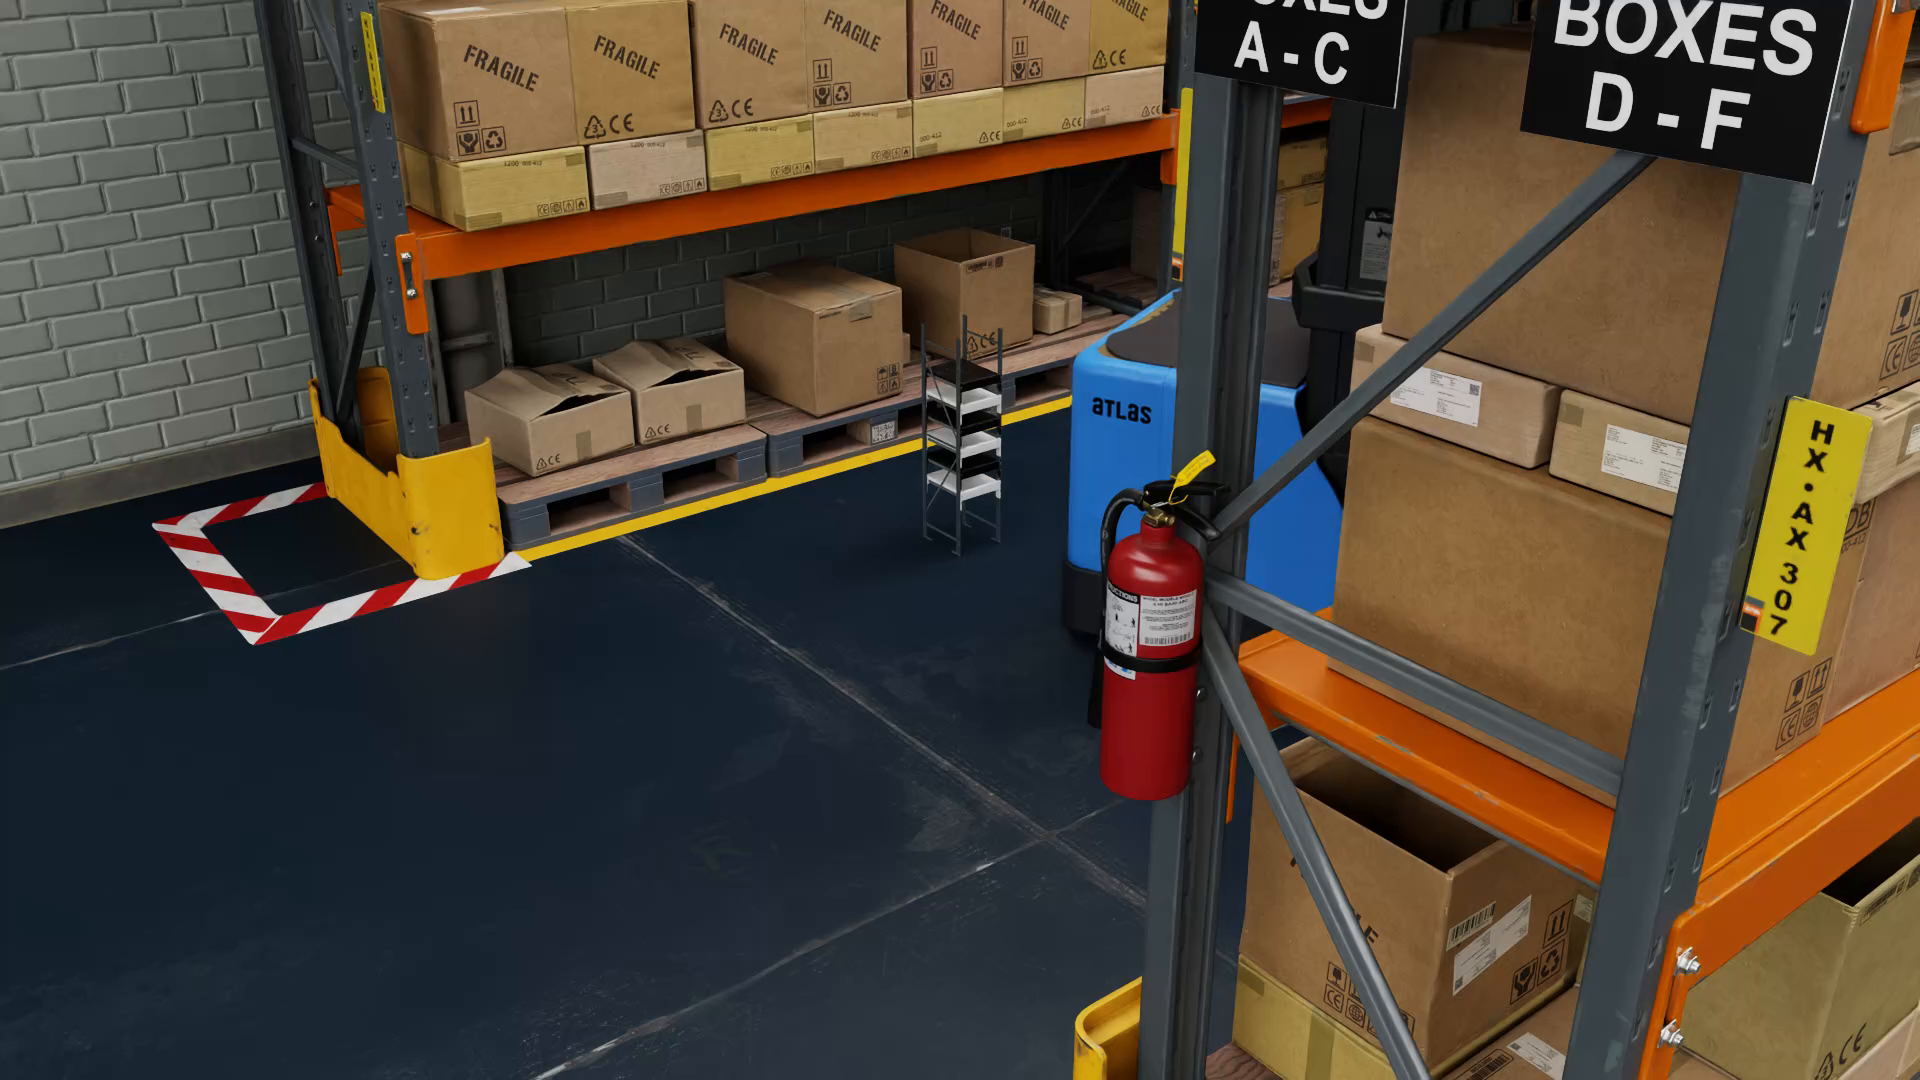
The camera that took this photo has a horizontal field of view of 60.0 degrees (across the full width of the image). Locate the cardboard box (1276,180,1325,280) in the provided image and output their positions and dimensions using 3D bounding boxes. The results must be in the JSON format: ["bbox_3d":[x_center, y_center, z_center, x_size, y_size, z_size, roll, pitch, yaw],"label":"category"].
[{"bbox_3d":[1.758,-1.864,9.651,0.500,0.500,0.700,-19,31,-35],"label":"cardboard box"}]

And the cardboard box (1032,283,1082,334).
[{"bbox_3d":[0.411,-1.217,8.651,0.380,0.166,0.250,22,33,39],"label":"cardboard box"}]

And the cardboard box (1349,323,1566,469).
[{"bbox_3d":[0.908,-0.274,2.888,0.250,0.149,0.380,-19,31,-35],"label":"cardboard box"}]

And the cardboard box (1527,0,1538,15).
[{"bbox_3d":[3.174,-3.456,9.991,0.500,0.500,0.700,-22,33,-39],"label":"cardboard box"}]

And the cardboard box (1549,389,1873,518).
[{"bbox_3d":[1.167,-0.142,2.604,0.250,0.149,0.380,-19,31,-34],"label":"cardboard box"}]

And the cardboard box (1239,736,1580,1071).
[{"bbox_3d":[0.963,0.707,3.541,0.500,0.500,0.500,-18,31,-34],"label":"cardboard box"}]

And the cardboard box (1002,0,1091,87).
[{"bbox_3d":[0.243,-2.376,7.569,0.500,0.500,0.500,-18,31,-34],"label":"cardboard box"}]

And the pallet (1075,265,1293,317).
[{"bbox_3d":[1.425,-1.389,9.492,1.213,0.211,1.003,-18,31,-34],"label":"pallet"}]

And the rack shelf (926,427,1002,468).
[{"bbox_3d":[0.006,-0.380,6.579,0.200,0.077,0.258,-18,31,-34],"label":"rack shelf"}]

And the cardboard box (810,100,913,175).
[{"bbox_3d":[-0.551,-1.775,7.166,0.500,0.250,0.500,-18,30,-34],"label":"cardboard box"}]

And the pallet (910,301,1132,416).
[{"bbox_3d":[0.306,-1.000,8.654,1.213,0.211,1.003,-18,31,-34],"label":"pallet"}]

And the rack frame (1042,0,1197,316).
[{"bbox_3d":[0.813,-2.451,8.468,0.127,3.000,1.000,-18,31,-34],"label":"rack frame"}]

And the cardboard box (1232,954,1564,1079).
[{"bbox_3d":[0.965,1.048,3.697,0.500,0.250,0.500,-18,31,-34],"label":"cardboard box"}]

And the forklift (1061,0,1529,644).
[{"bbox_3d":[1.907,-0.854,5.108,3.031,2.935,1.130,13,28,26],"label":"forklift"}]

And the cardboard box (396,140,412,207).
[{"bbox_3d":[-2.086,-1.539,6.657,0.500,0.250,0.500,-18,30,-33],"label":"cardboard box"}]

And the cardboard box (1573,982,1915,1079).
[{"bbox_3d":[1.675,1.088,3.610,0.500,0.250,0.500,-18,31,-34],"label":"cardboard box"}]

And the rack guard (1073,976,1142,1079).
[{"bbox_3d":[0.706,1.368,3.208,0.348,0.500,1.175,-18,31,-34],"label":"rack guard"}]

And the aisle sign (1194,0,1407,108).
[{"bbox_3d":[0.492,-1.031,2.321,0.004,0.787,0.394,-18,31,-34],"label":"aisle sign"}]

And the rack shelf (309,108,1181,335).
[{"bbox_3d":[-0.761,-1.605,7.500,4.000,0.370,1.077,-18,31,-34],"label":"rack shelf"}]

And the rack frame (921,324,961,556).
[{"bbox_3d":[-0.074,-0.384,6.508,0.006,0.900,0.240,-18,31,-34],"label":"rack frame"}]

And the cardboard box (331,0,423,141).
[{"bbox_3d":[-2.095,-1.886,6.514,0.500,0.500,0.500,-19,31,-35],"label":"cardboard box"}]

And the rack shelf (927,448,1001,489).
[{"bbox_3d":[0.006,-0.298,6.617,0.200,0.077,0.258,-18,31,-34],"label":"rack shelf"}]

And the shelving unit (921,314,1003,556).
[{"bbox_3d":[0.006,-0.410,6.565,0.210,0.900,0.258,-18,31,-34],"label":"shelving unit"}]

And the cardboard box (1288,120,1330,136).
[{"bbox_3d":[2.134,-2.306,9.711,0.500,0.250,0.500,-19,31,-35],"label":"cardboard box"}]

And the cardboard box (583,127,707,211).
[{"bbox_3d":[-1.355,-1.514,6.604,0.500,0.250,0.500,-19,31,-36],"label":"cardboard box"}]

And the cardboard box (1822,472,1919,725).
[{"bbox_3d":[1.511,-0.072,3.224,0.500,0.500,0.700,-17,30,-33],"label":"cardboard box"}]

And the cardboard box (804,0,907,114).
[{"bbox_3d":[-0.569,-2.113,7.003,0.500,0.500,0.500,-17,30,-32],"label":"cardboard box"}]

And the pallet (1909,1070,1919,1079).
[{"bbox_3d":[2.260,0.965,4.420,1.213,0.211,1.003,-18,31,-34],"label":"pallet"}]

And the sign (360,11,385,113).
[{"bbox_3d":[-2.000,-1.625,5.660,0.005,0.325,0.100,-18,31,-34],"label":"sign"}]

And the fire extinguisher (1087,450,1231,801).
[{"bbox_3d":[0.345,0.140,2.977,0.183,0.674,0.296,-18,31,-34],"label":"fire extinguisher"}]

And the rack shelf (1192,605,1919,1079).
[{"bbox_3d":[2.299,0.035,3.966,4.000,0.370,1.077,-18,31,-34],"label":"rack shelf"}]

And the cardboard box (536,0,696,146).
[{"bbox_3d":[-1.378,-1.843,6.421,0.500,0.500,0.500,-18,30,-34],"label":"cardboard box"}]

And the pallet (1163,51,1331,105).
[{"bbox_3d":[1.504,-2.514,8.833,1.213,0.211,1.003,-18,31,-34],"label":"pallet"}]

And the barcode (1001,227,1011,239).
[{"bbox_3d":[0.240,-1.601,8.704,0.075,0.075,0.001,-18,31,-34],"label":"barcode"}]

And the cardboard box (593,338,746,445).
[{"bbox_3d":[-1.286,-0.690,7.345,0.500,0.311,0.500,-15,29,-30],"label":"cardboard box"}]

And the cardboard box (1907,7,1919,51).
[{"bbox_3d":[1.552,-0.675,2.981,0.500,0.500,0.700,-19,31,-35],"label":"cardboard box"}]

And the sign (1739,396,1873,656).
[{"bbox_3d":[1.063,-0.015,2.097,0.005,0.325,0.100,-18,31,-34],"label":"sign"}]

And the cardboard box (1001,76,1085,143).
[{"bbox_3d":[0.230,-2.042,7.741,0.500,0.250,0.500,-18,30,-34],"label":"cardboard box"}]

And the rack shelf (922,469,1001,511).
[{"bbox_3d":[0.006,-0.217,6.655,0.200,0.077,0.258,-18,31,-34],"label":"rack shelf"}]

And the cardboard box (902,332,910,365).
[{"bbox_3d":[-0.458,-0.949,8.095,0.250,0.149,0.380,-21,32,-38],"label":"cardboard box"}]
